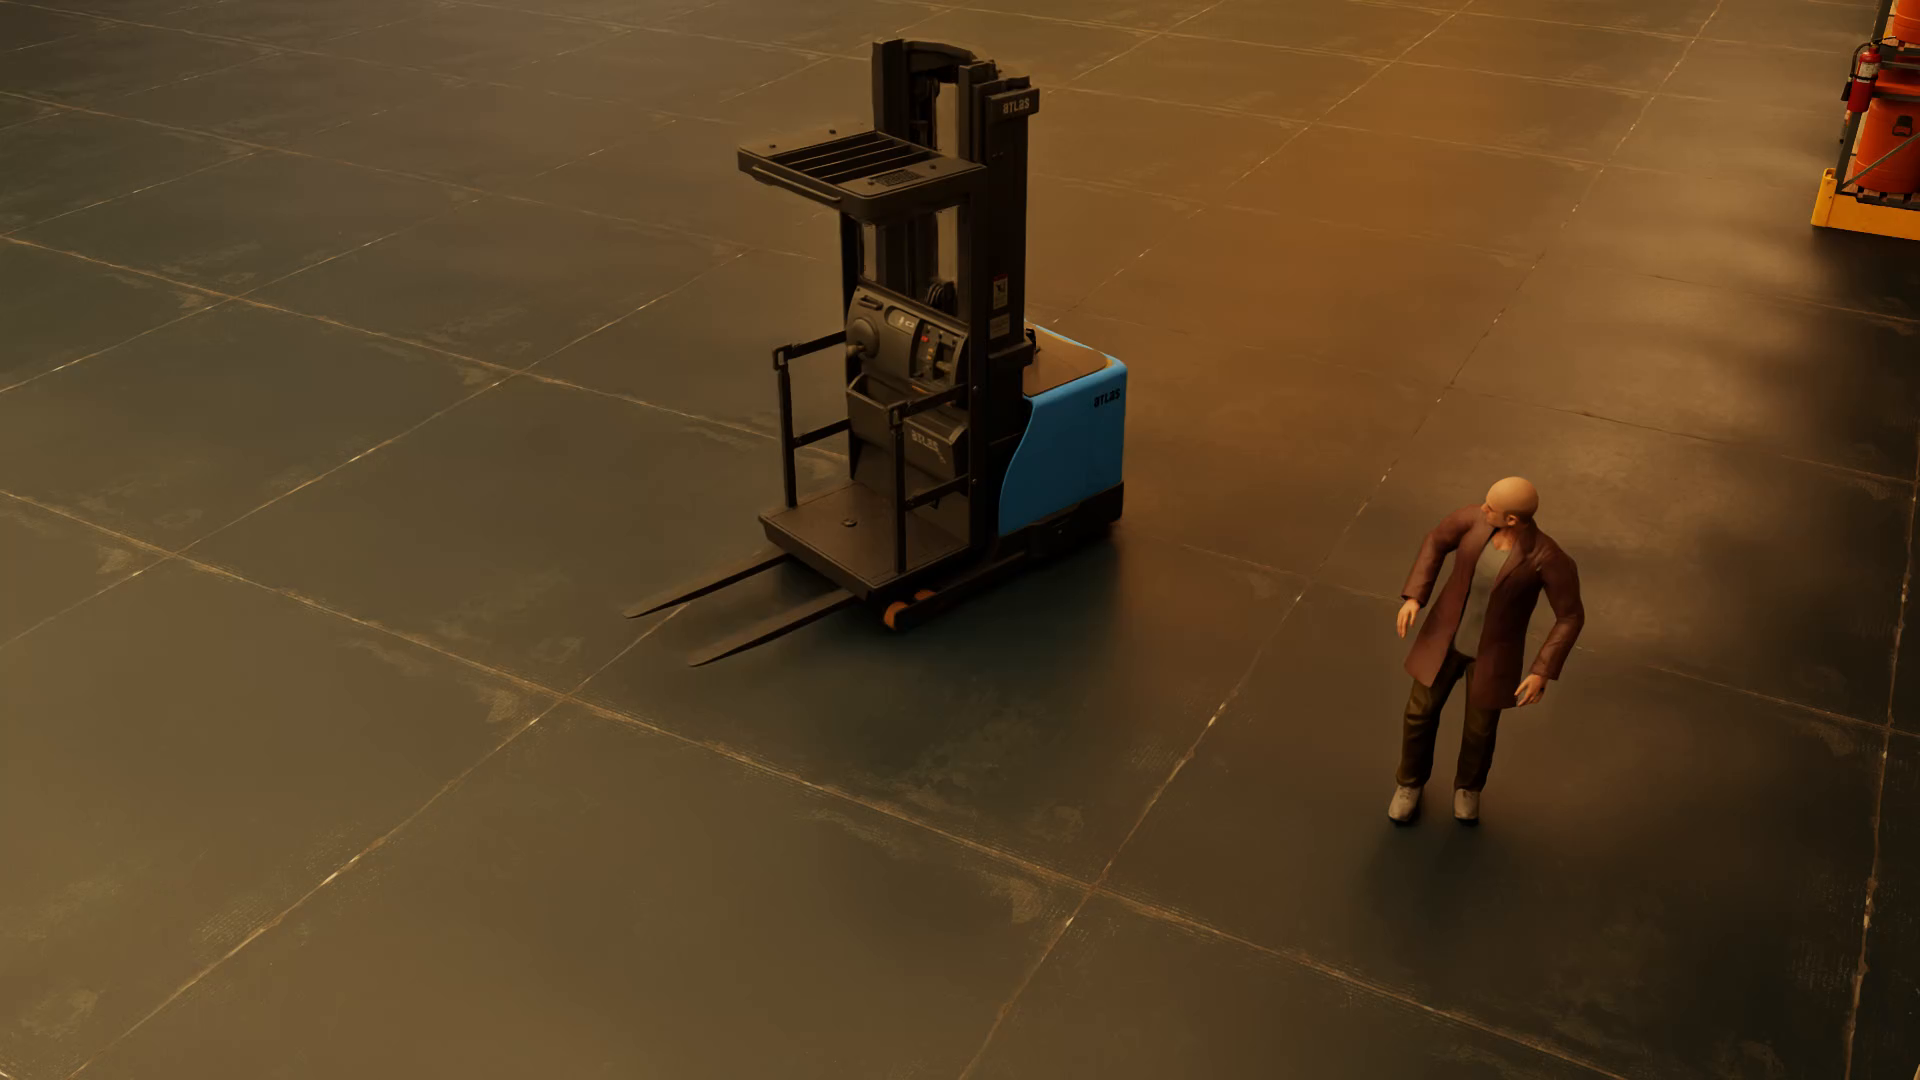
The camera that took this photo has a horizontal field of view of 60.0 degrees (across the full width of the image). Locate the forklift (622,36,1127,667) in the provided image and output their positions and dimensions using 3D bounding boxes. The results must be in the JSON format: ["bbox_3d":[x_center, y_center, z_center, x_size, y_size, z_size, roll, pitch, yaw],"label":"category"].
[{"bbox_3d":[-0.452,-1.060,8.908,3.031,2.935,1.130,-24,38,-35],"label":"forklift"}]

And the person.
[{"bbox_3d":[2.300,0.505,7.390,0.790,1.749,0.552,20,35,30],"label":"person"}]
